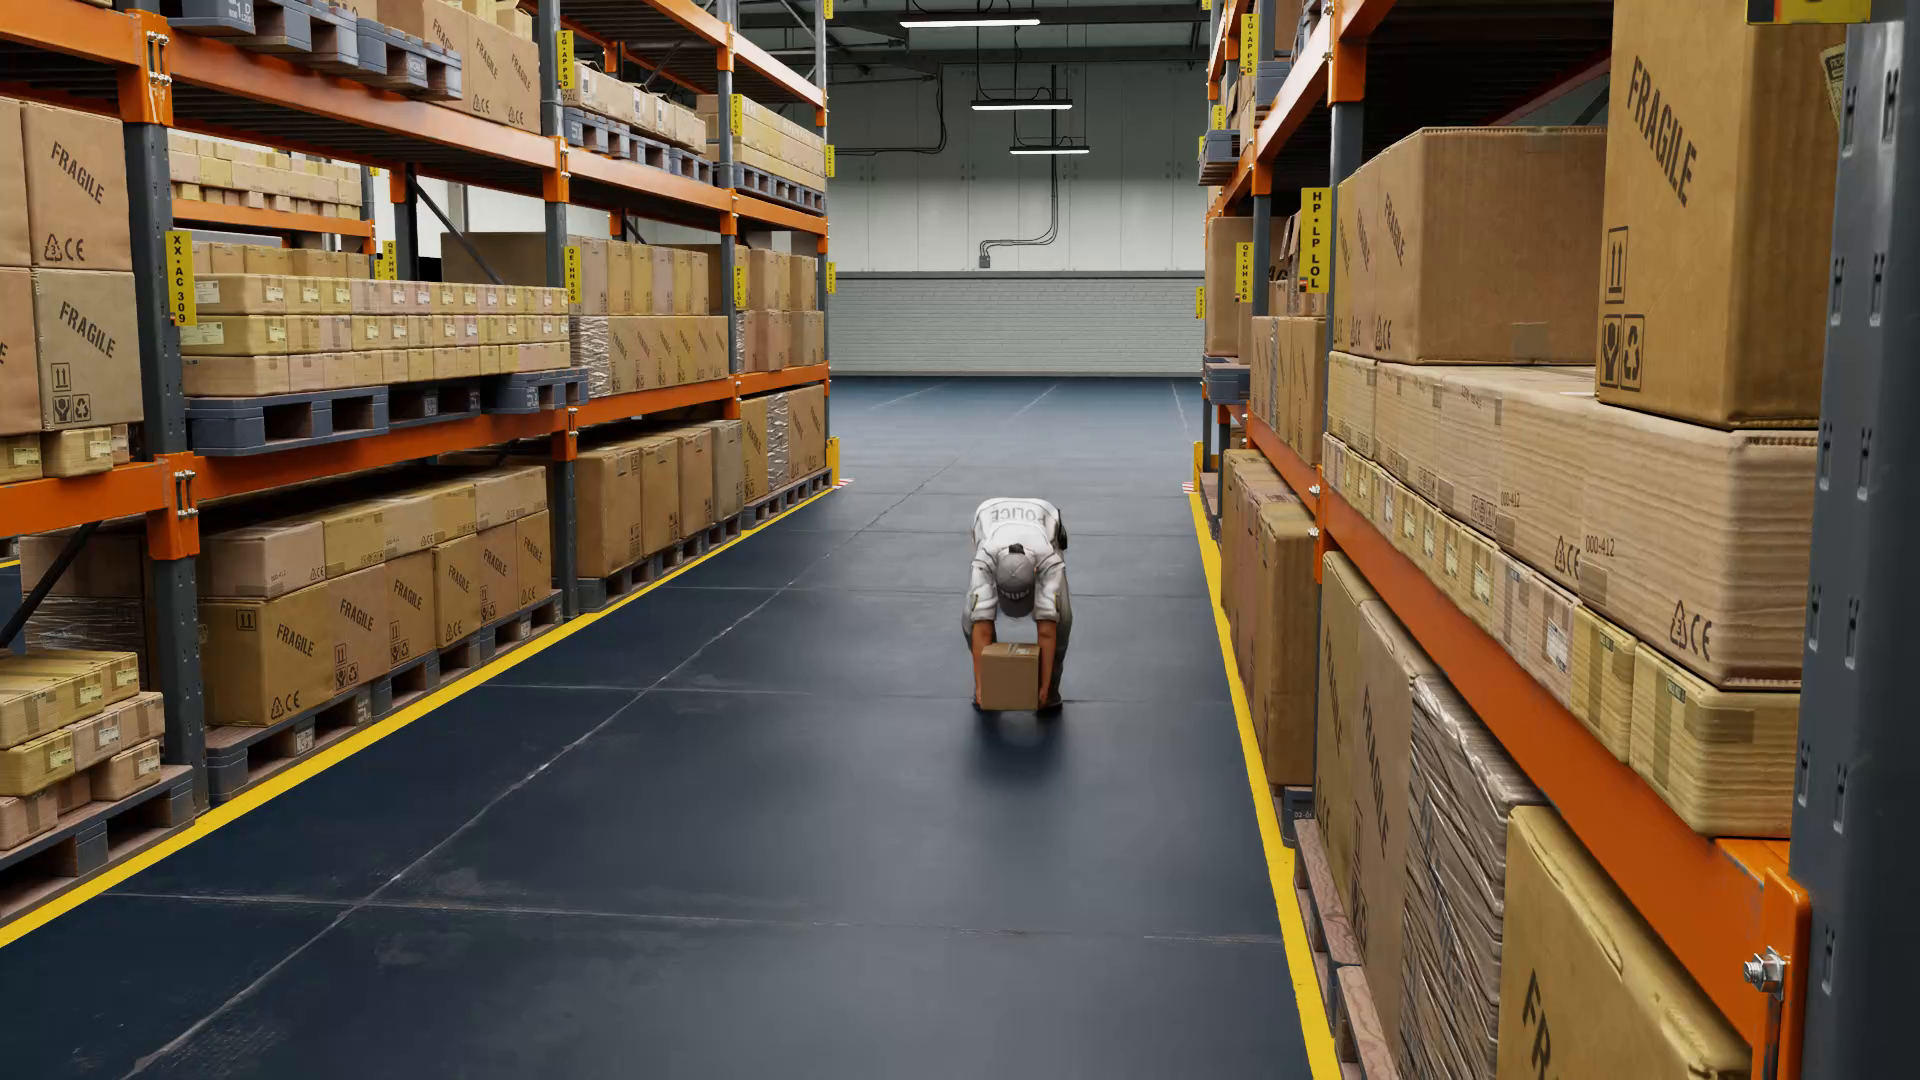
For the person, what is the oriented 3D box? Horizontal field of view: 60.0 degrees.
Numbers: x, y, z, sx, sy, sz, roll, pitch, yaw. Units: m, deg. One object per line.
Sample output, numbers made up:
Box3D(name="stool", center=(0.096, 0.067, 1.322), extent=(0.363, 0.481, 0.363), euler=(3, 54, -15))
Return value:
Box3D(name="person", center=(0.259, 0.313, 7.598), extent=(0.511, 0.966, 0.940), euler=(0, 8, 3))
